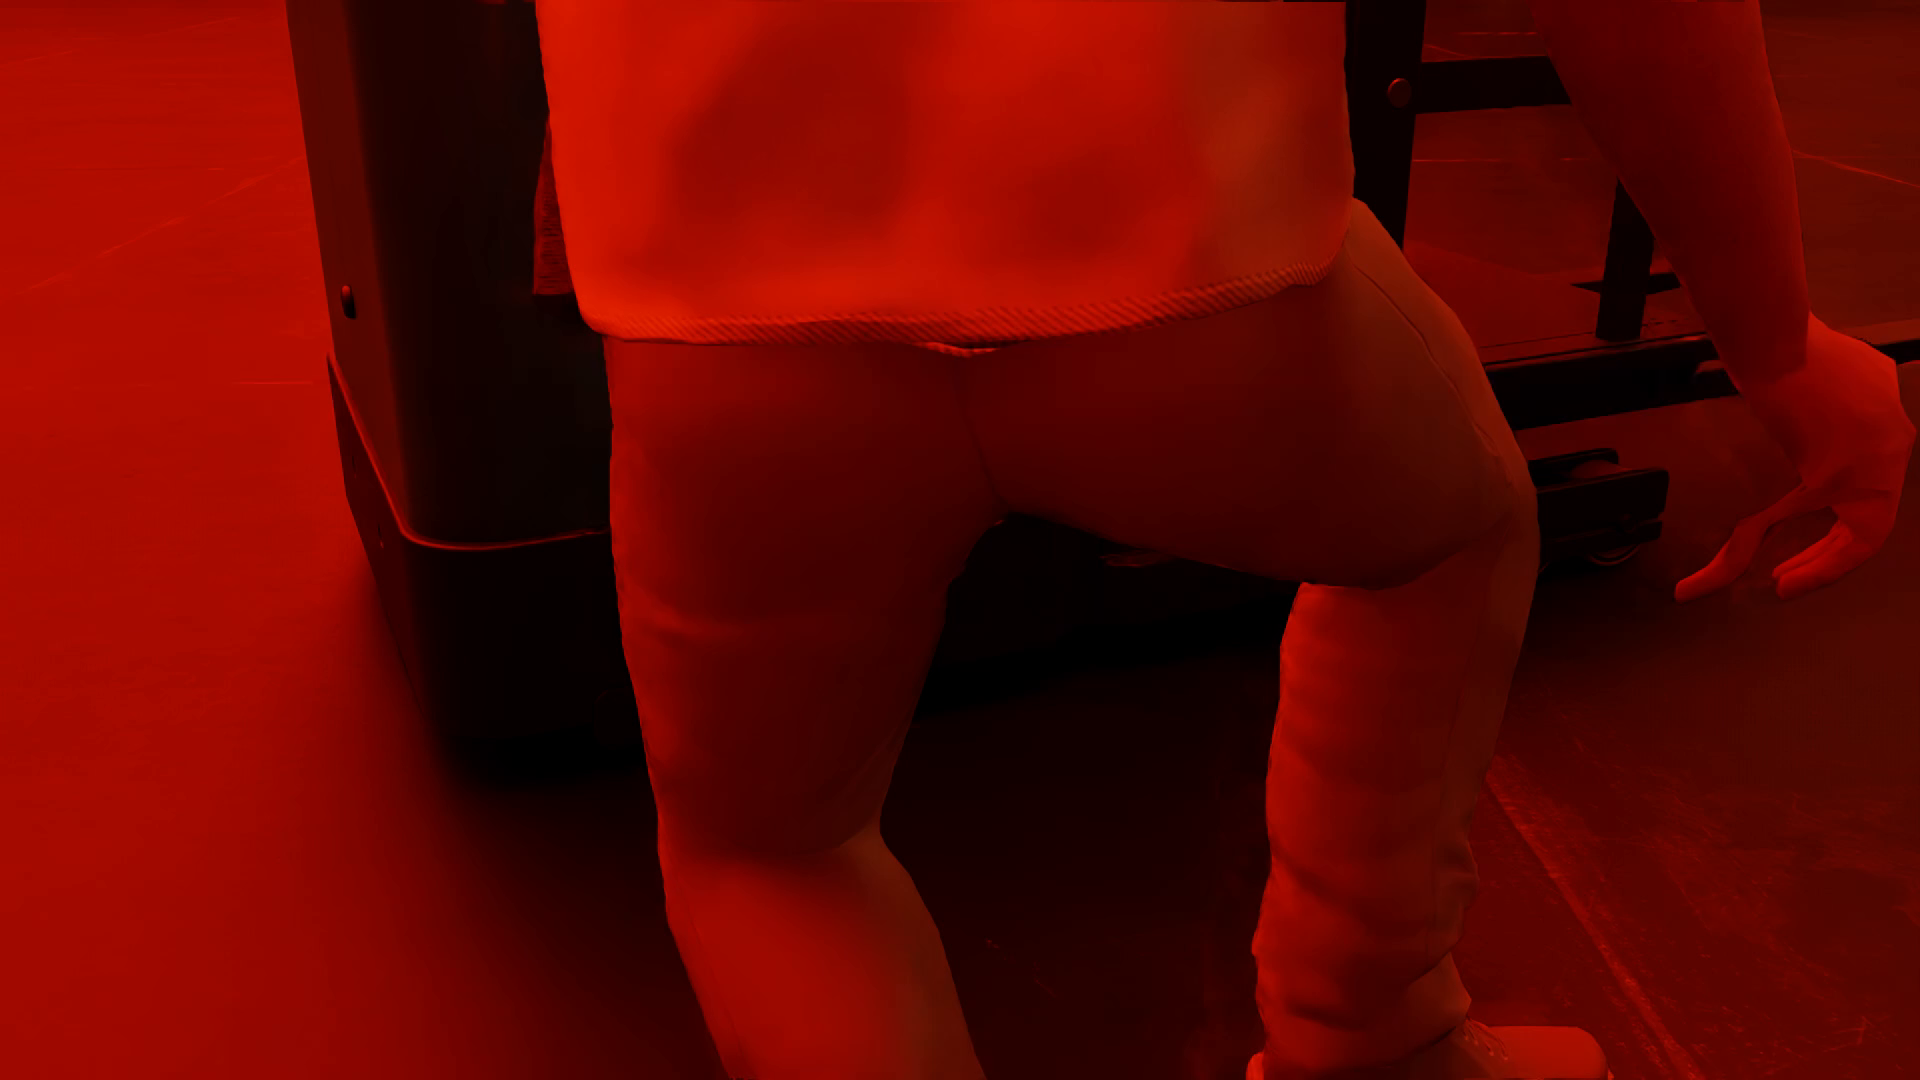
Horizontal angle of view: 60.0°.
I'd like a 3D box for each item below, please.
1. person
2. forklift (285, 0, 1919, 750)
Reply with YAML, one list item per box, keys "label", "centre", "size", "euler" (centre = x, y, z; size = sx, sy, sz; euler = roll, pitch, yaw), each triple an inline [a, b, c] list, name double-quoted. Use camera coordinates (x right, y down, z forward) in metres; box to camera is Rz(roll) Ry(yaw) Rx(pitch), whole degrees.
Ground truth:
- label: "person"
  centre: [-0.061, -0.144, 0.991]
  size: [1.187, 1.683, 0.590]
  euler: [1, 21, 3]
- label: "forklift"
  centre: [0.552, -1.458, 2.439]
  size: [3.031, 2.935, 1.130]
  euler: [-10, 23, -23]
